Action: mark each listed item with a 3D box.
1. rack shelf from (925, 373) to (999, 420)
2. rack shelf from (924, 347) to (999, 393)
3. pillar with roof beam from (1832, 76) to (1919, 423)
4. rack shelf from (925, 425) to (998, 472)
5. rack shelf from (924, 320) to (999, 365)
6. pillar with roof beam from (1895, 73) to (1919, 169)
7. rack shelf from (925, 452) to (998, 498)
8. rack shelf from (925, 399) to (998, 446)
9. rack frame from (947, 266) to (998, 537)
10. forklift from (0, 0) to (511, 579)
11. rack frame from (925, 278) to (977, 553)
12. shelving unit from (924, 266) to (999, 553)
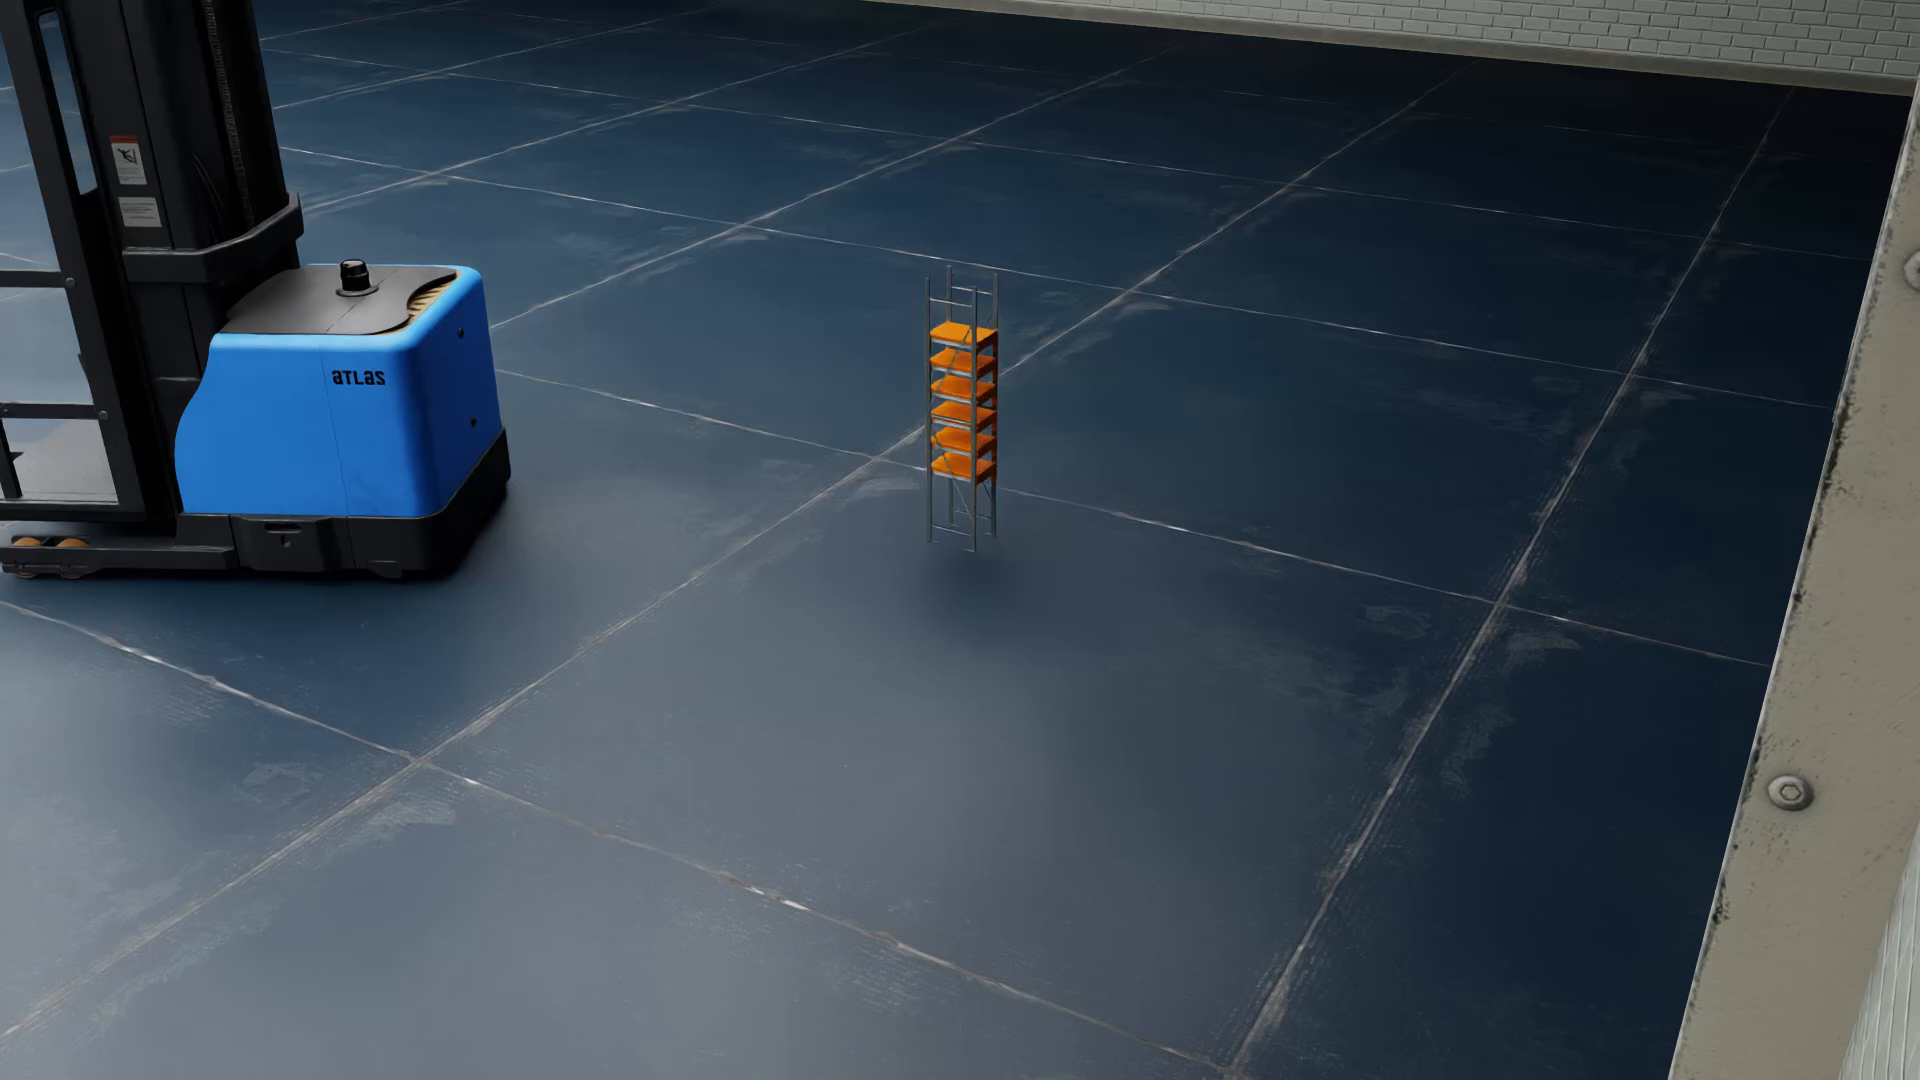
[{"bbox_3d":[0.007,-0.610,7.035,0.258,0.103,0.180,14,30,26],"label":"rack shelf"},{"bbox_3d":[0.007,-0.717,6.982,0.258,0.103,0.180,14,30,26],"label":"rack shelf"},{"bbox_3d":[0.958,-5.619,8.500,9.100,9.000,0.400,14,30,26],"label":"pillar with roof beam"},{"bbox_3d":[0.007,-0.395,7.143,0.258,0.103,0.180,14,30,26],"label":"rack shelf"},{"bbox_3d":[0.007,-0.824,6.928,0.258,0.103,0.180,14,30,26],"label":"rack shelf"},{"bbox_3d":[3.910,-7.958,13.171,9.100,9.000,0.400,14,30,26],"label":"pillar with roof beam"},{"bbox_3d":[0.007,-0.288,7.197,0.258,0.103,0.180,14,30,26],"label":"rack shelf"},{"bbox_3d":[0.007,-0.502,7.089,0.258,0.103,0.180,14,30,26],"label":"rack shelf"},{"bbox_3d":[0.052,-0.578,7.141,0.240,1.200,0.006,14,30,26],"label":"rack frame"},{"bbox_3d":[-3.627,-1.382,6.814,3.031,2.935,1.130,1,27,2],"label":"forklift"},{"bbox_3d":[-0.038,-0.507,6.998,0.240,1.200,0.006,14,30,26],"label":"rack frame"},{"bbox_3d":[0.007,-0.542,7.069,0.258,1.200,0.189,14,30,26],"label":"shelving unit"}]
